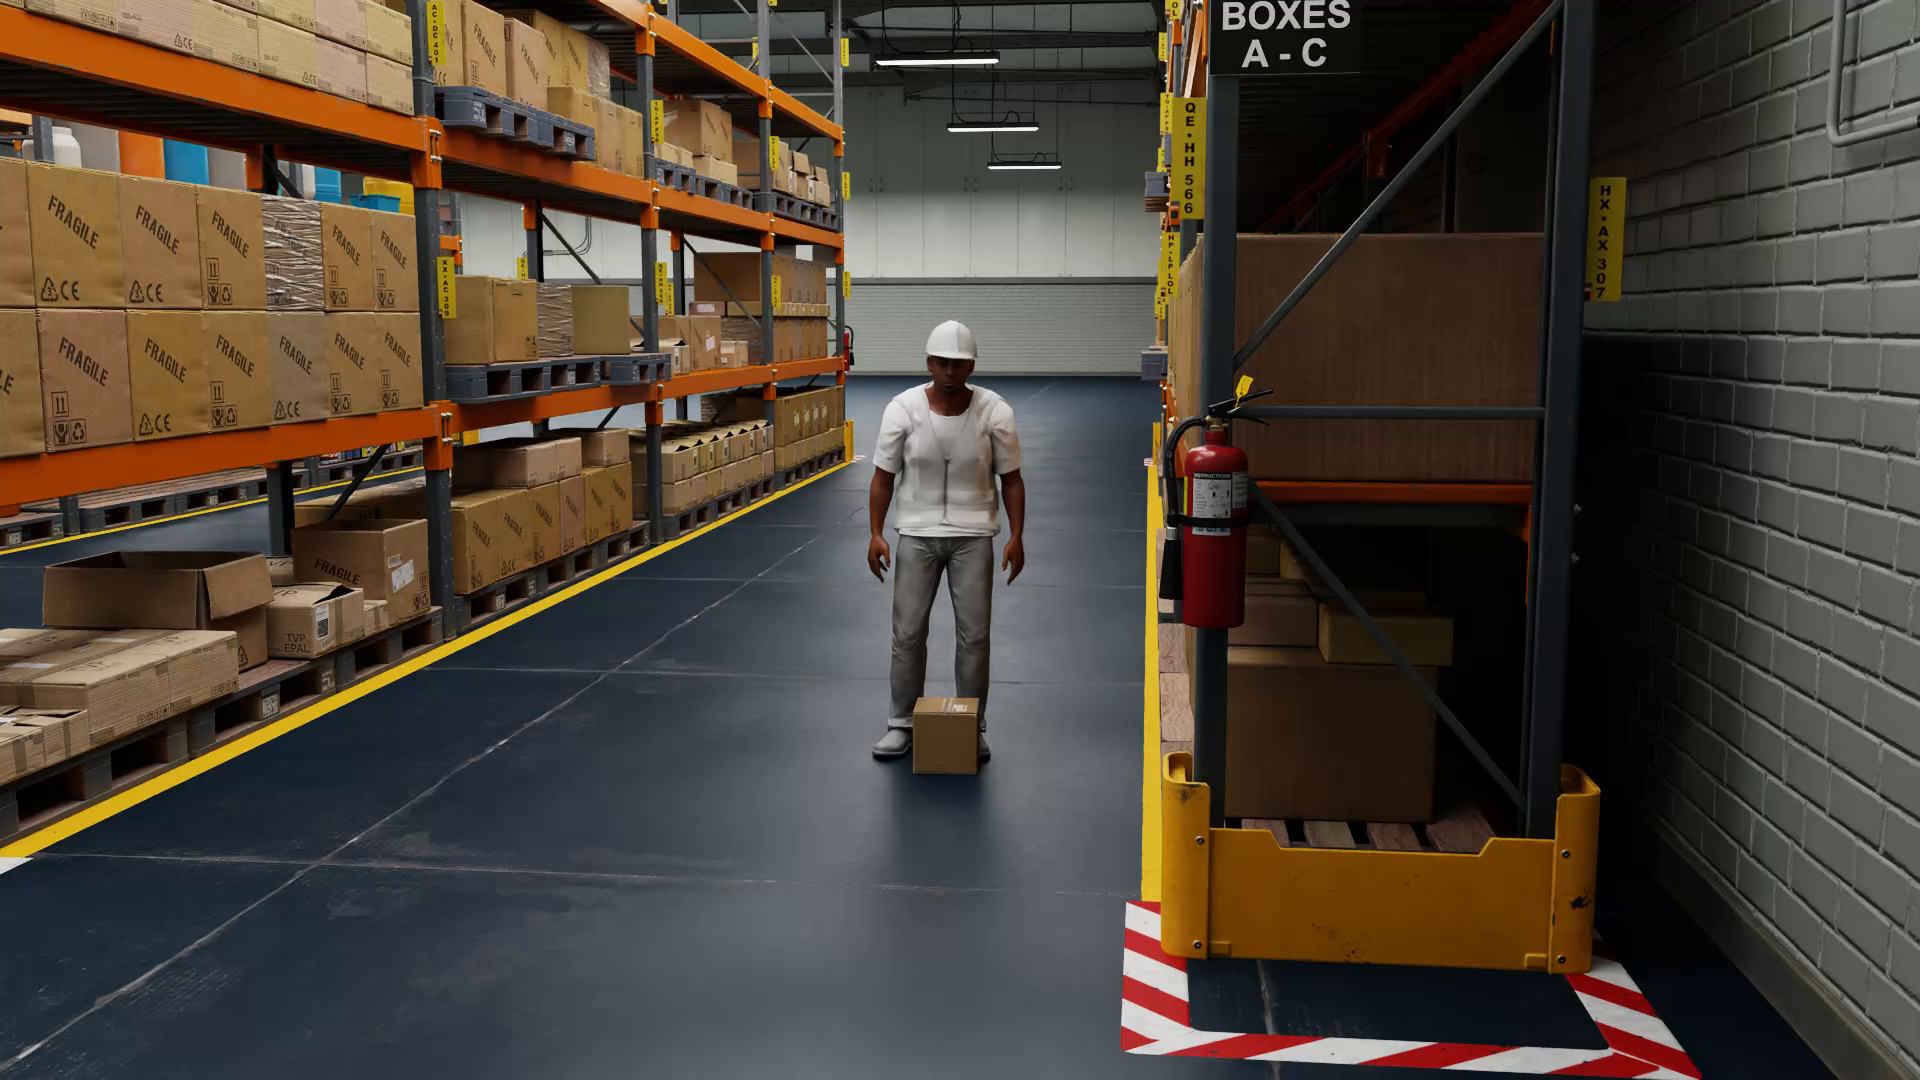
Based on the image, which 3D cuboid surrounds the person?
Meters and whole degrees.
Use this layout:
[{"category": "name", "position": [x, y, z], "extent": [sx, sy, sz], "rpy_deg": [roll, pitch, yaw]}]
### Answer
[{"category": "person", "position": [-0.055, -0.001, 6.725], "extent": [0.636, 1.761, 0.454], "rpy_deg": [0, 8, 2]}]
